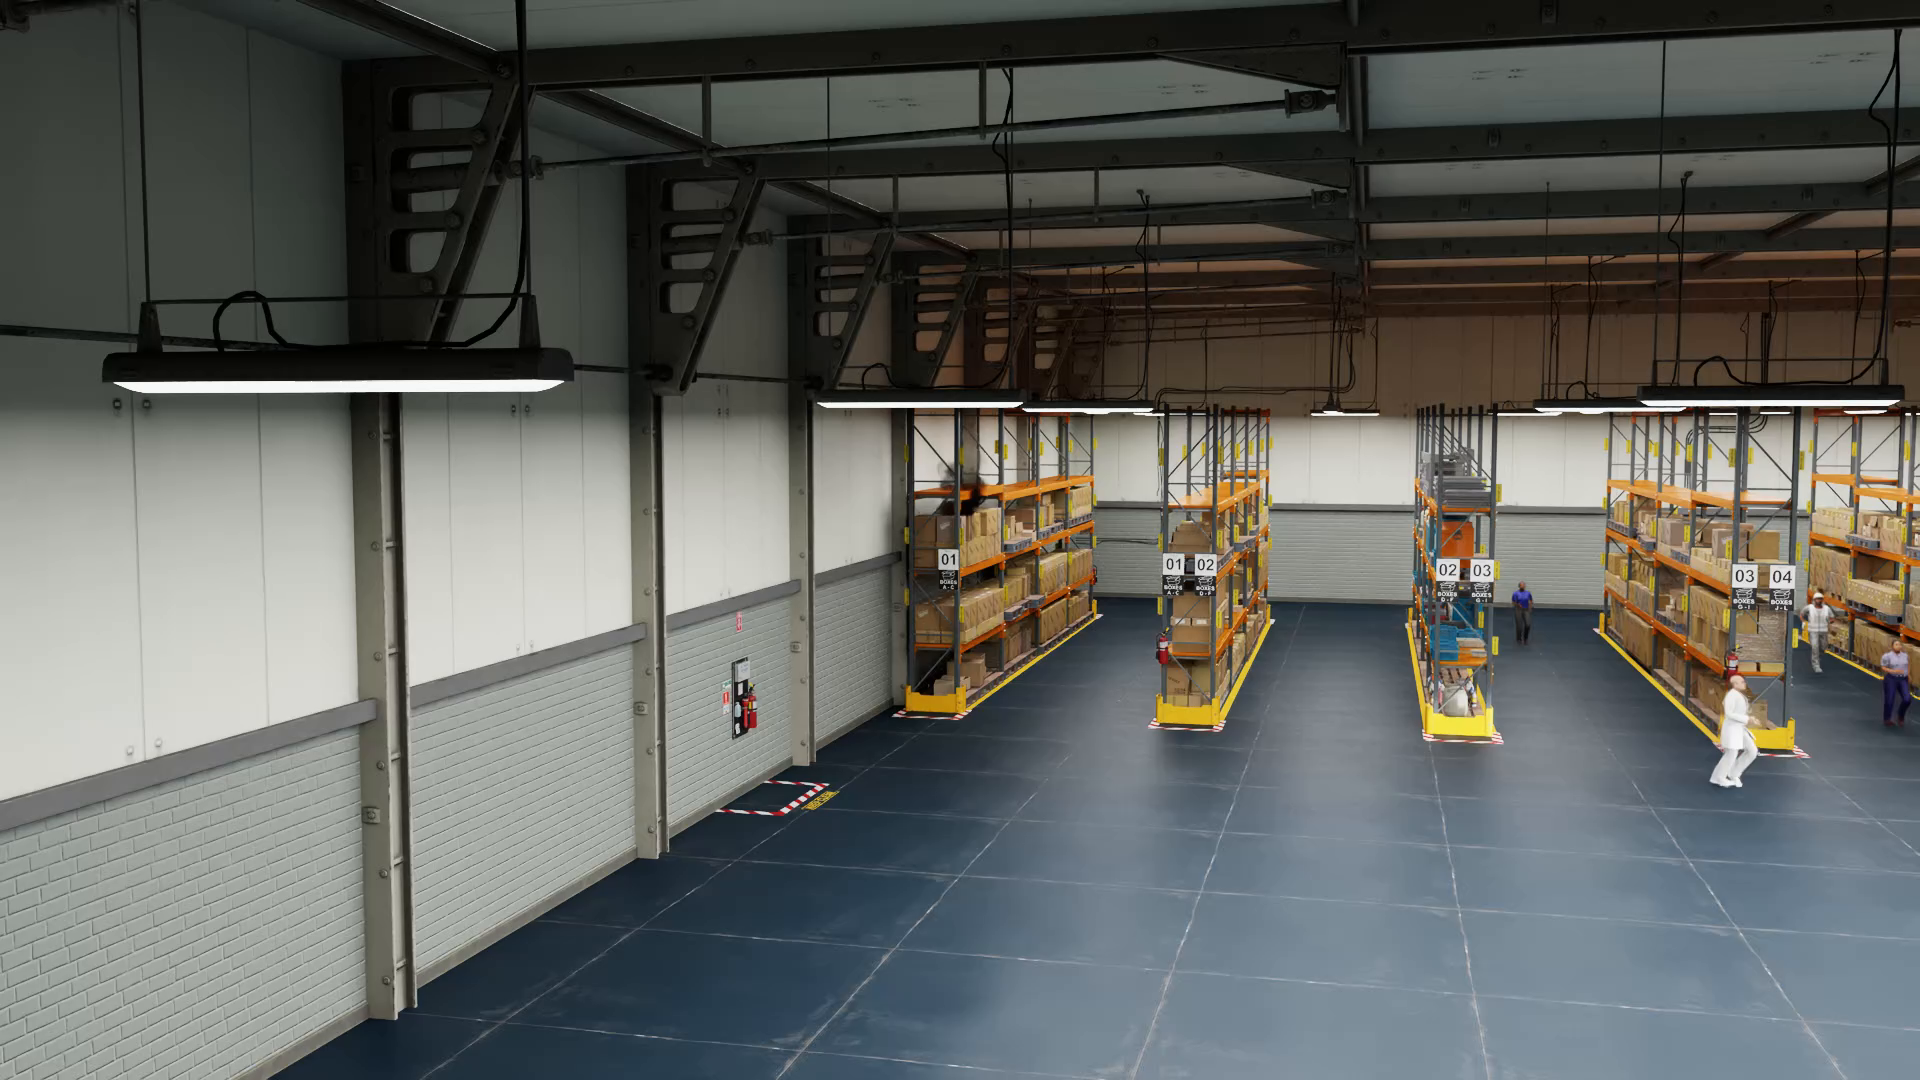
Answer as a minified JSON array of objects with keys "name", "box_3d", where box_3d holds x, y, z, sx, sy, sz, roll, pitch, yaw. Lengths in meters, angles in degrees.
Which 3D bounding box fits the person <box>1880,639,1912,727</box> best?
[{"name":"person","box_3d":[17.396,2.659,30.868,0.582,1.632,0.652,1,4,9]}]

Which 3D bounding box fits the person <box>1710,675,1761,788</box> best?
[{"name":"person","box_3d":[12.012,2.977,25.717,0.750,1.786,0.701,4,6,44]}]

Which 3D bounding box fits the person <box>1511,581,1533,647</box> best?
[{"name":"person","box_3d":[14.172,1.861,41.878,0.548,1.662,0.681,1,4,9]}]

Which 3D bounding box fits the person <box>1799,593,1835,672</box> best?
[{"name":"person","box_3d":[19.408,2.075,37.636,0.691,1.762,0.994,1,4,12]}]
